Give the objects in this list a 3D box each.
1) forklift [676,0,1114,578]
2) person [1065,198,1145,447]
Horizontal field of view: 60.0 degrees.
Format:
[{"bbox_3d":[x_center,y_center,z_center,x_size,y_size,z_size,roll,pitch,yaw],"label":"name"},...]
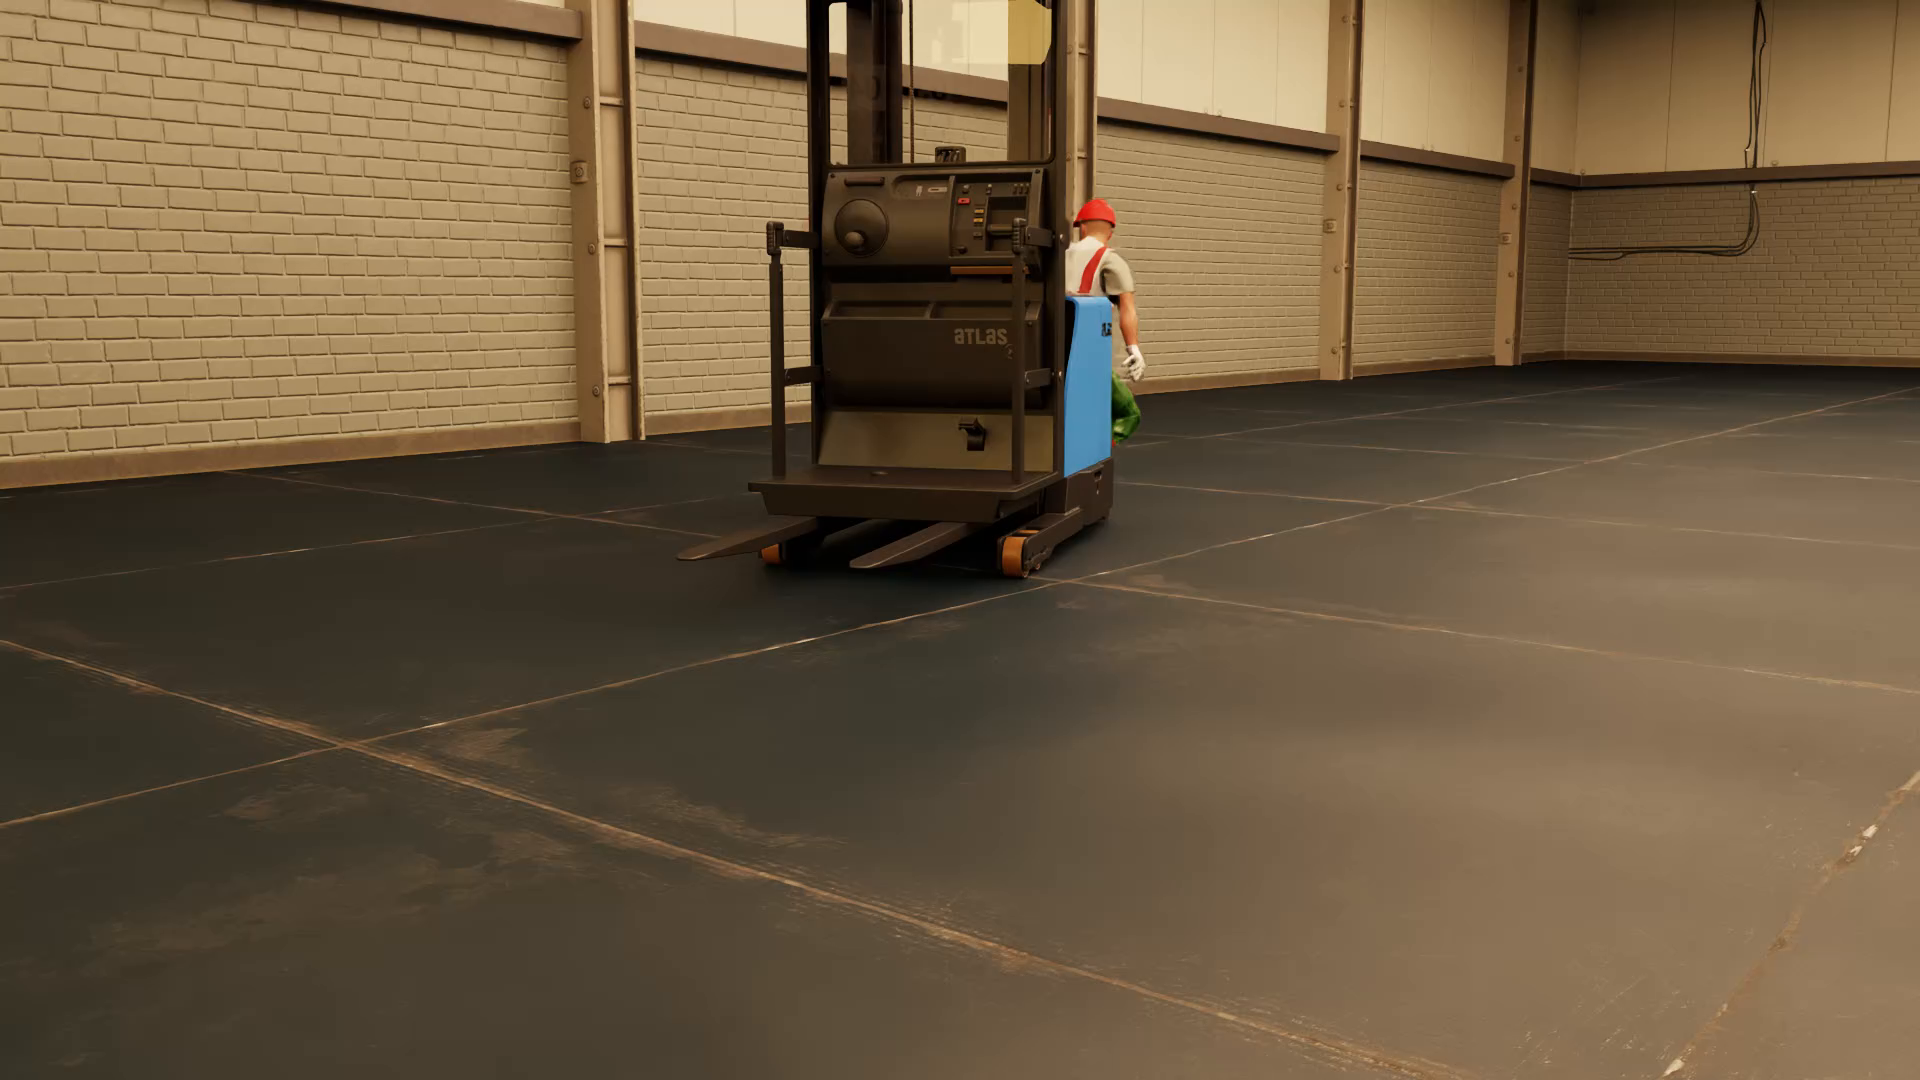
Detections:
[{"bbox_3d":[-0.176,-1.366,6.616,1.130,2.935,3.031,3,9,17],"label":"forklift"},{"bbox_3d":[0.631,-0.961,8.639,0.545,1.614,0.991,-6,10,-35],"label":"person"}]
